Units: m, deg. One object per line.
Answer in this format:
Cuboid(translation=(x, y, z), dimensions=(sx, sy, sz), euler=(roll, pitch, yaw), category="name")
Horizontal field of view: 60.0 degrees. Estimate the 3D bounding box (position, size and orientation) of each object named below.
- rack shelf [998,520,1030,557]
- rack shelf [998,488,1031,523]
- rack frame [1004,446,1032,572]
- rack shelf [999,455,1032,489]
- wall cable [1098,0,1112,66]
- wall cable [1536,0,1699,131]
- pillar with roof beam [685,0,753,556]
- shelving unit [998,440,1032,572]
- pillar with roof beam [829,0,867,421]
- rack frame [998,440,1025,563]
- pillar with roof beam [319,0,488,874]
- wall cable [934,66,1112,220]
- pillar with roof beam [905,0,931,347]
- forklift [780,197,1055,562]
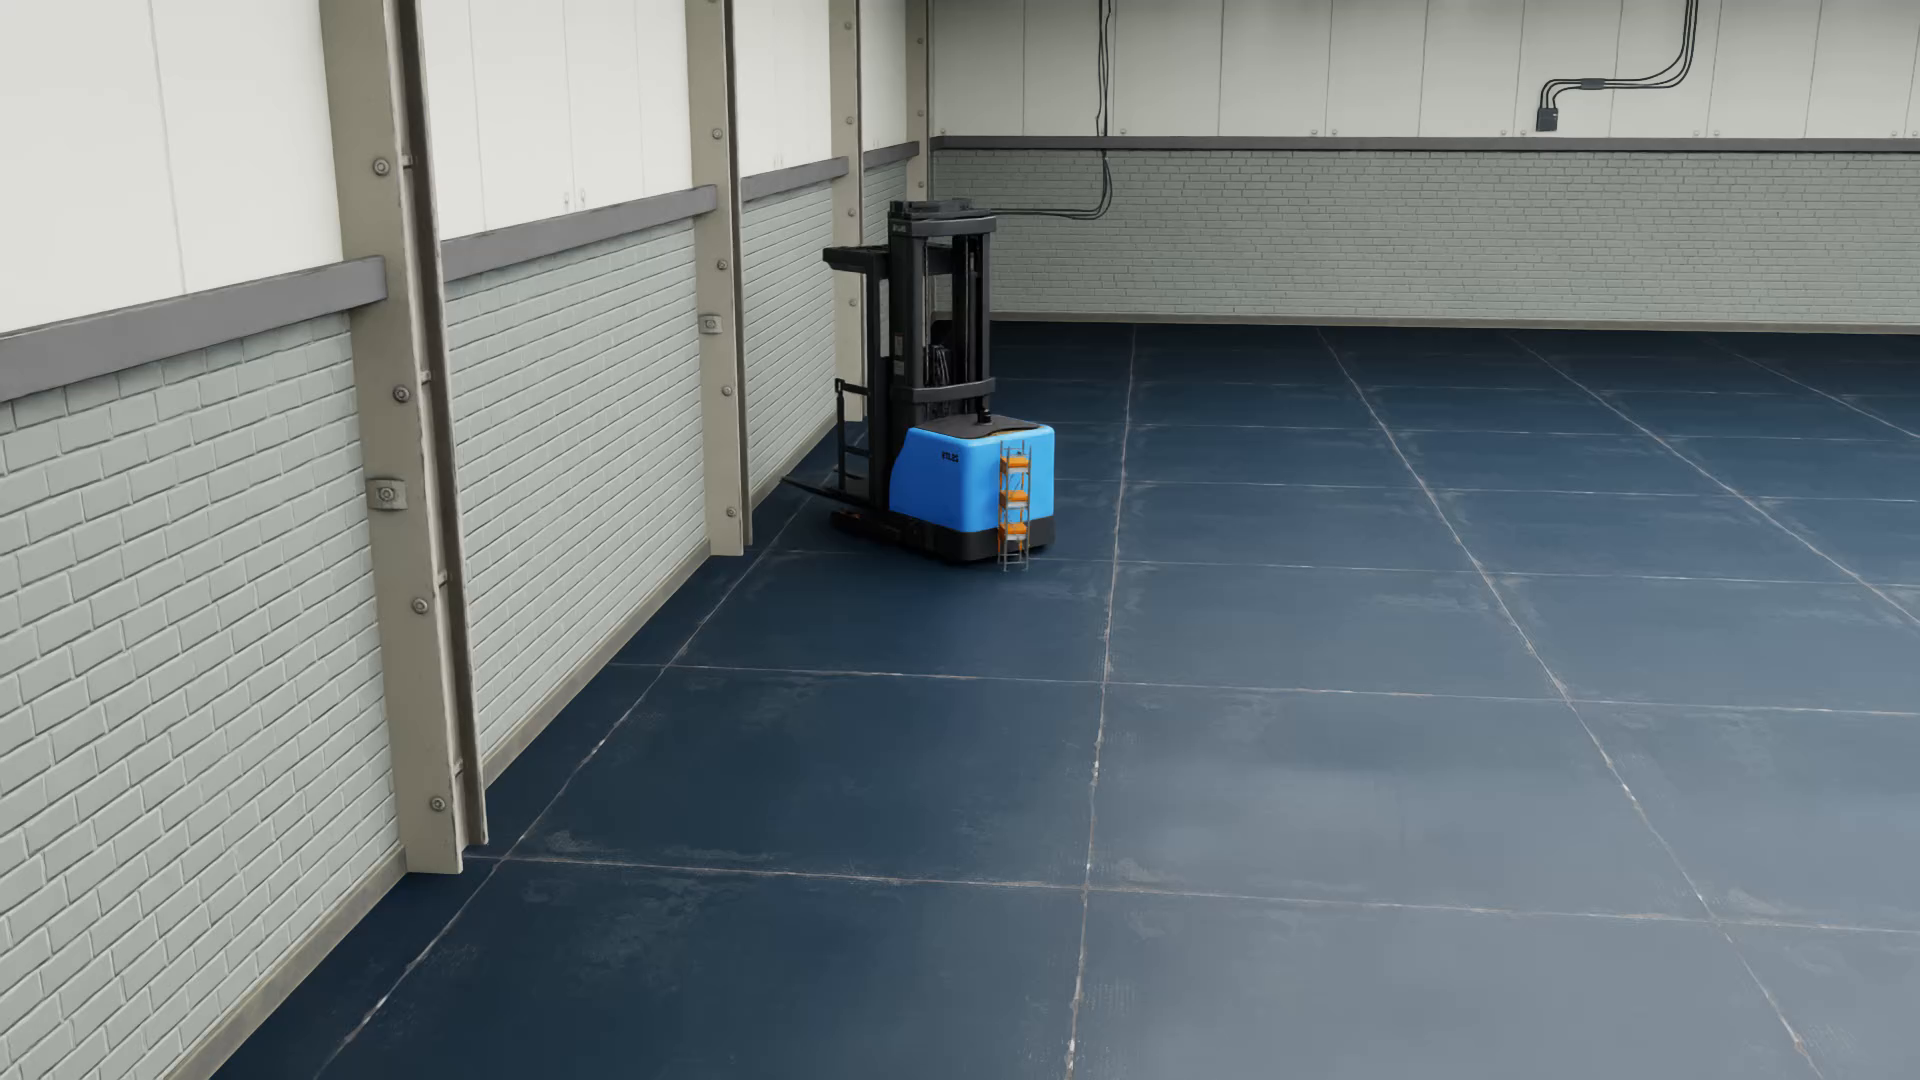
Cuboid(translation=(0.442, -0.005, 13.765), dimensions=(0.215, 0.259, 0.240), euler=(-2, 15, -11), category="rack shelf")
Cuboid(translation=(0.447, -0.273, 13.693), dimensions=(0.215, 0.259, 0.240), euler=(-2, 15, -11), category="rack shelf")
Cuboid(translation=(0.471, -0.252, 13.575), dimensions=(0.200, 1.050, 0.008), euler=(-2, 15, -11), category="rack frame")
Cuboid(translation=(0.453, -0.547, 13.620), dimensions=(0.215, 0.259, 0.240), euler=(-2, 15, -11), category="rack shelf")
Cuboid(translation=(3.700, -8.962, 26.840), dimensions=(3.097, 2.526, 0.112), euler=(2, 15, 6), category="wall cable")
Cuboid(translation=(10.443, -9.461, 25.896), dimensions=(2.305, 6.003, 0.169), euler=(2, 15, 6), category="wall cable")
Cuboid(translation=(2.289, -4.139, 12.728), dimensions=(9.100, 9.000, 0.400), euler=(2, 15, 6), category="pillar with roof beam")
Cuboid(translation=(0.448, -0.283, 13.690), dimensions=(0.215, 1.050, 0.252), euler=(-2, 15, -11), category="shelving unit")
Cuboid(translation=(2.966, -5.695, 18.483), dimensions=(9.100, 9.000, 0.400), euler=(2, 15, 6), category="pillar with roof beam")
Cuboid(translation=(0.424, -0.315, 13.806), dimensions=(0.200, 1.050, 0.008), euler=(-2, 15, -11), category="rack frame")
Cuboid(translation=(1.612, -2.583, 6.973), dimensions=(9.100, 9.000, 0.400), euler=(2, 15, 6), category="pillar with roof beam")
Cuboid(translation=(1.012, -6.604, 27.794), dimensions=(3.097, 2.526, 0.112), euler=(2, 15, 6), category="wall cable")
Cuboid(translation=(3.643, -7.251, 24.238), dimensions=(9.100, 9.000, 0.400), euler=(2, 15, 6), category="pillar with roof beam")
Cuboid(translation=(-0.512, -1.554, 14.793), dimensions=(1.130, 2.935, 3.031), euler=(-12, 19, -38), category="forklift")
